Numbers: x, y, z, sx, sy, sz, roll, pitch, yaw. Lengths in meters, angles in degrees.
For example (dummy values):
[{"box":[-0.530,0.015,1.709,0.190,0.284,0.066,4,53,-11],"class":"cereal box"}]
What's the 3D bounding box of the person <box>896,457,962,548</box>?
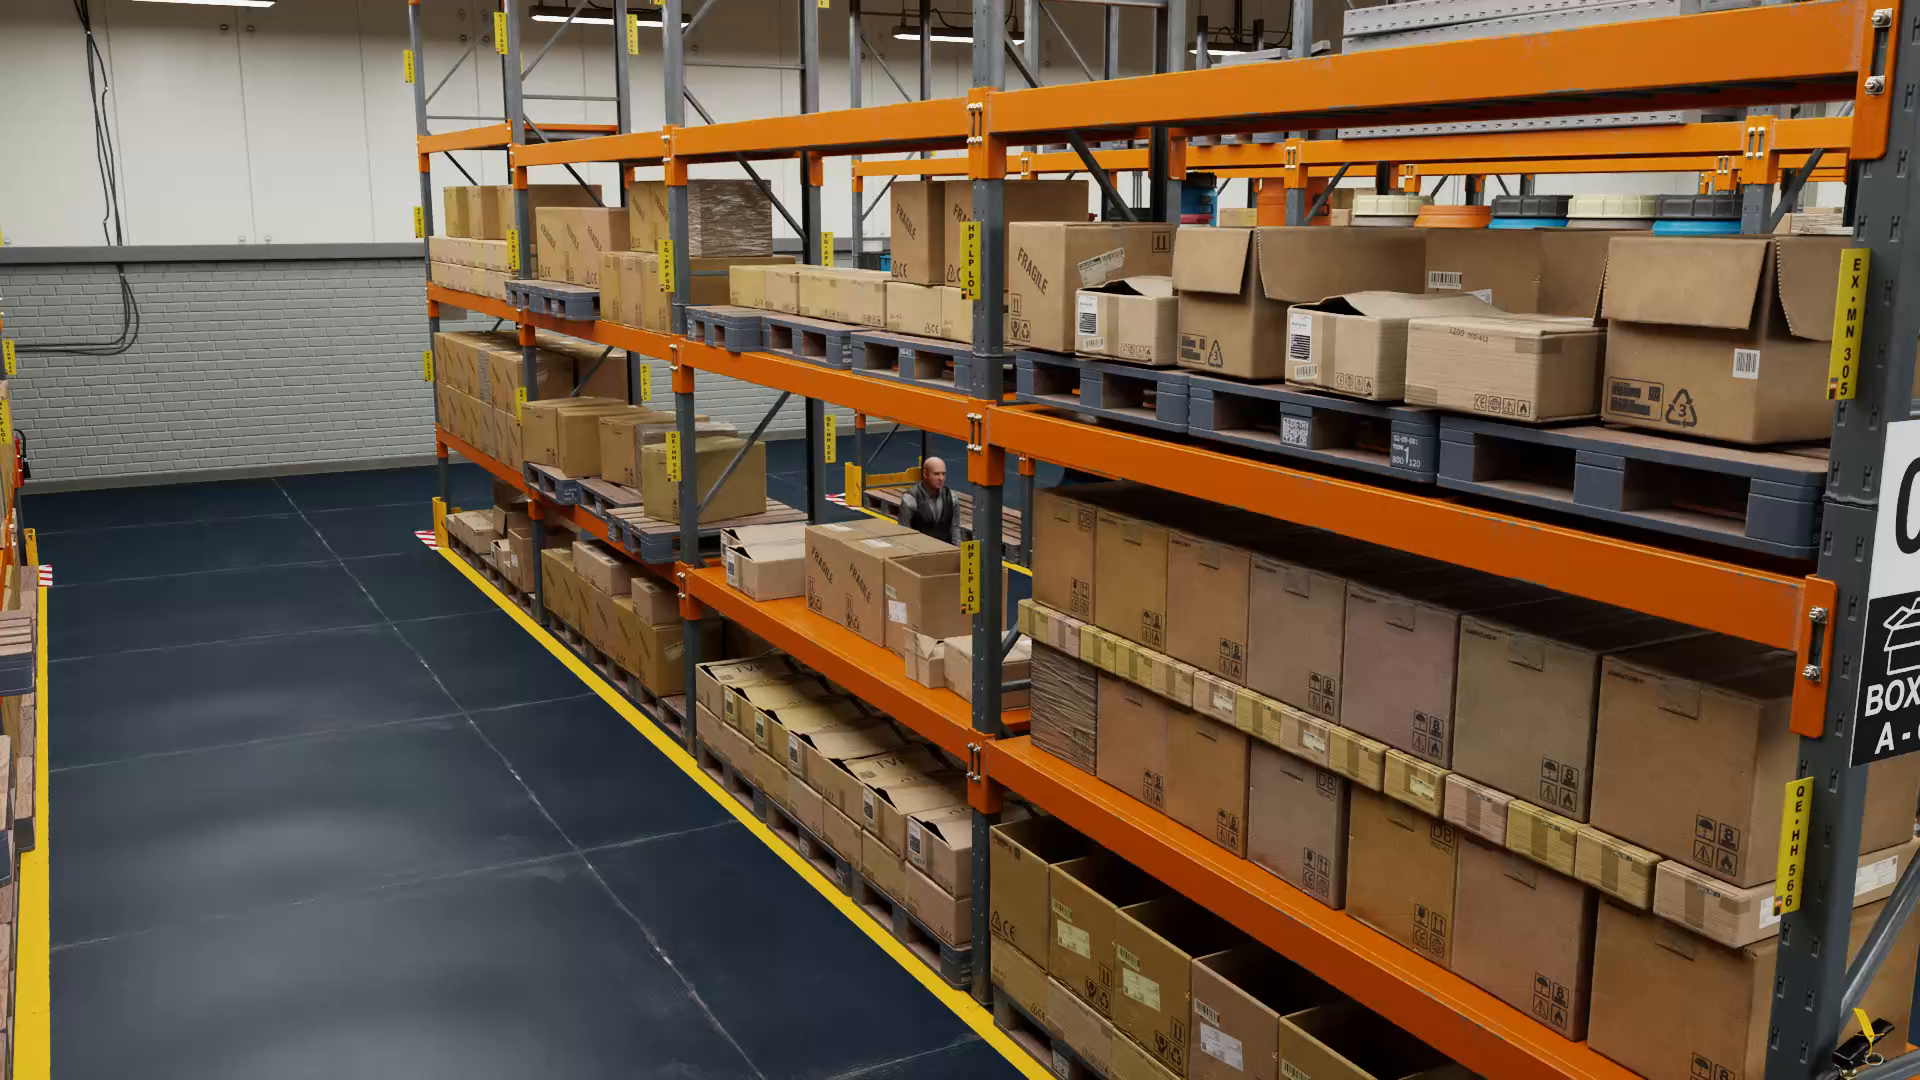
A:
[{"box":[-0.240,0.195,13.061,0.581,1.719,0.461,-6,13,-28],"class":"person"}]
